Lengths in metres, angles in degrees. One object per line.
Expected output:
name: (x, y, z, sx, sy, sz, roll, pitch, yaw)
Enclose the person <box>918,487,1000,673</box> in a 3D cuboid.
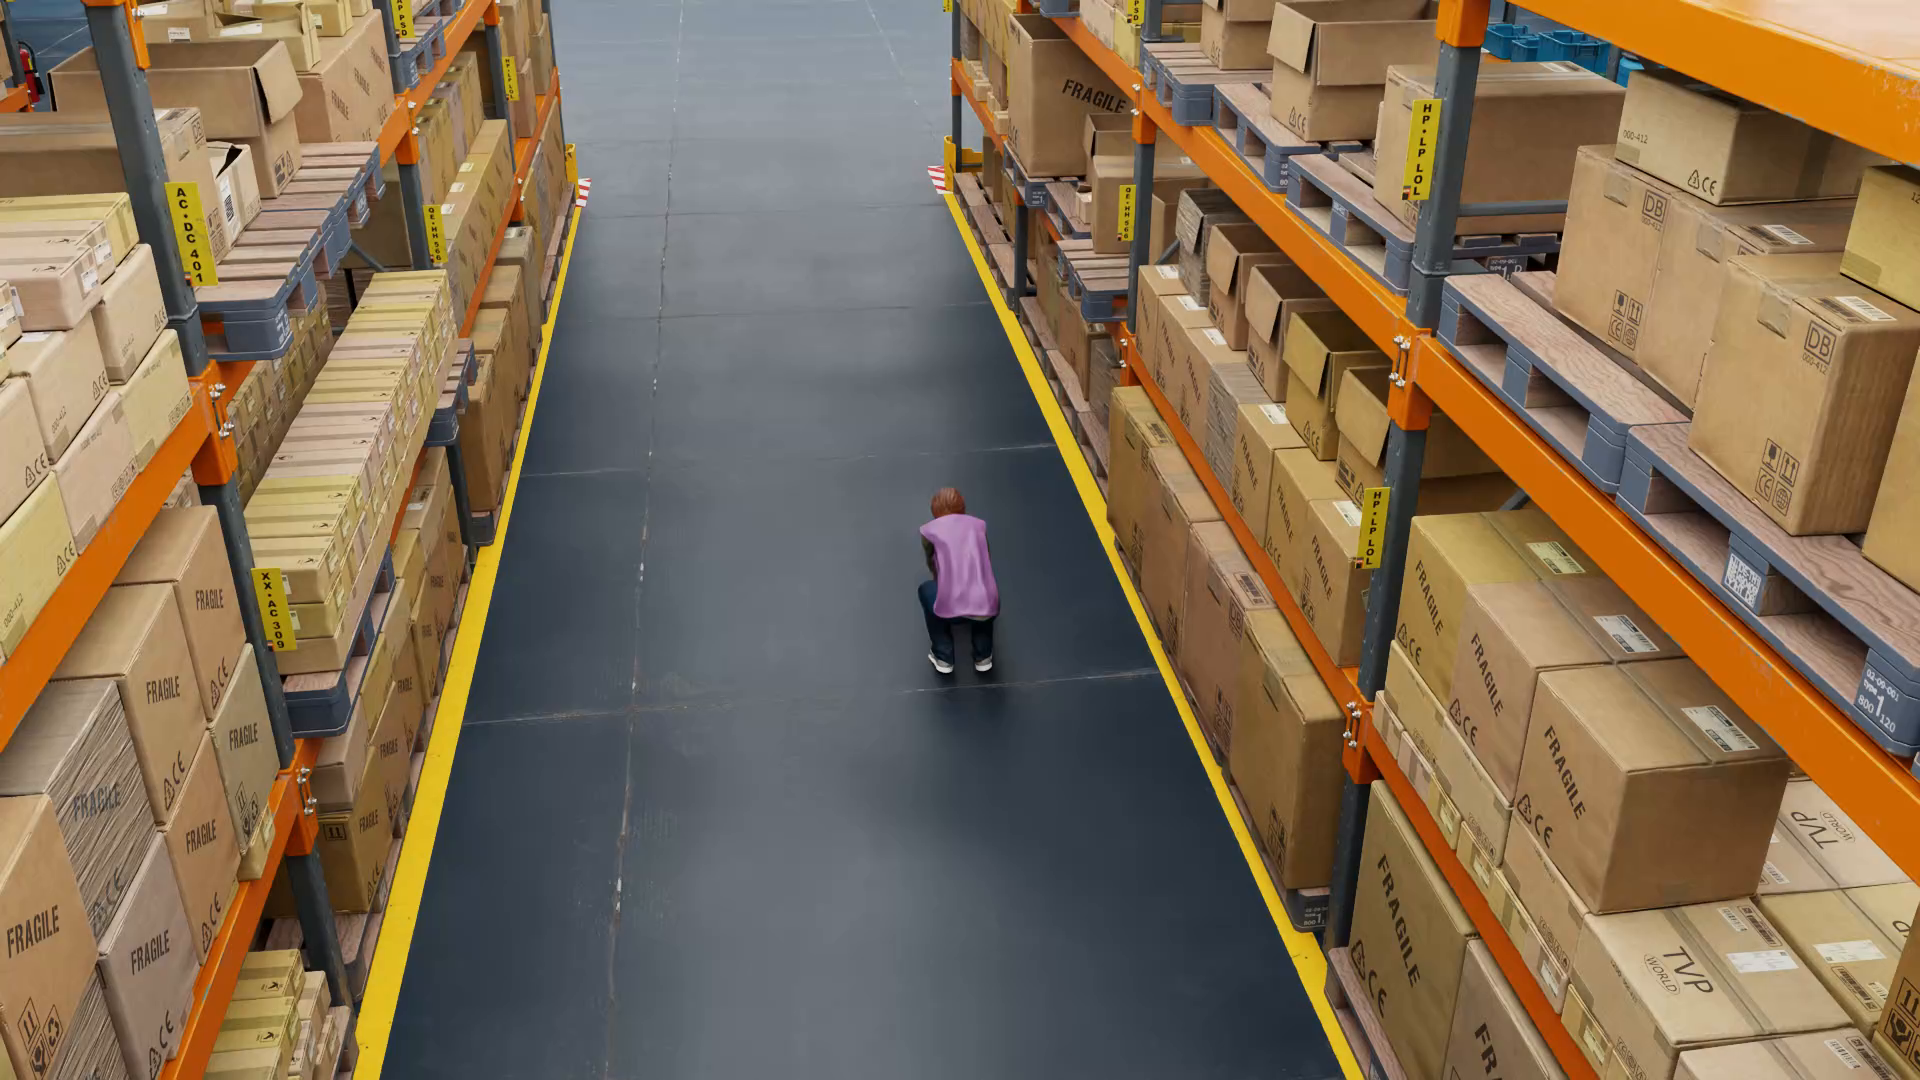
person: (-0.006, 0.210, 9.032, 0.437, 0.862, 0.911, -3, 28, -7)
